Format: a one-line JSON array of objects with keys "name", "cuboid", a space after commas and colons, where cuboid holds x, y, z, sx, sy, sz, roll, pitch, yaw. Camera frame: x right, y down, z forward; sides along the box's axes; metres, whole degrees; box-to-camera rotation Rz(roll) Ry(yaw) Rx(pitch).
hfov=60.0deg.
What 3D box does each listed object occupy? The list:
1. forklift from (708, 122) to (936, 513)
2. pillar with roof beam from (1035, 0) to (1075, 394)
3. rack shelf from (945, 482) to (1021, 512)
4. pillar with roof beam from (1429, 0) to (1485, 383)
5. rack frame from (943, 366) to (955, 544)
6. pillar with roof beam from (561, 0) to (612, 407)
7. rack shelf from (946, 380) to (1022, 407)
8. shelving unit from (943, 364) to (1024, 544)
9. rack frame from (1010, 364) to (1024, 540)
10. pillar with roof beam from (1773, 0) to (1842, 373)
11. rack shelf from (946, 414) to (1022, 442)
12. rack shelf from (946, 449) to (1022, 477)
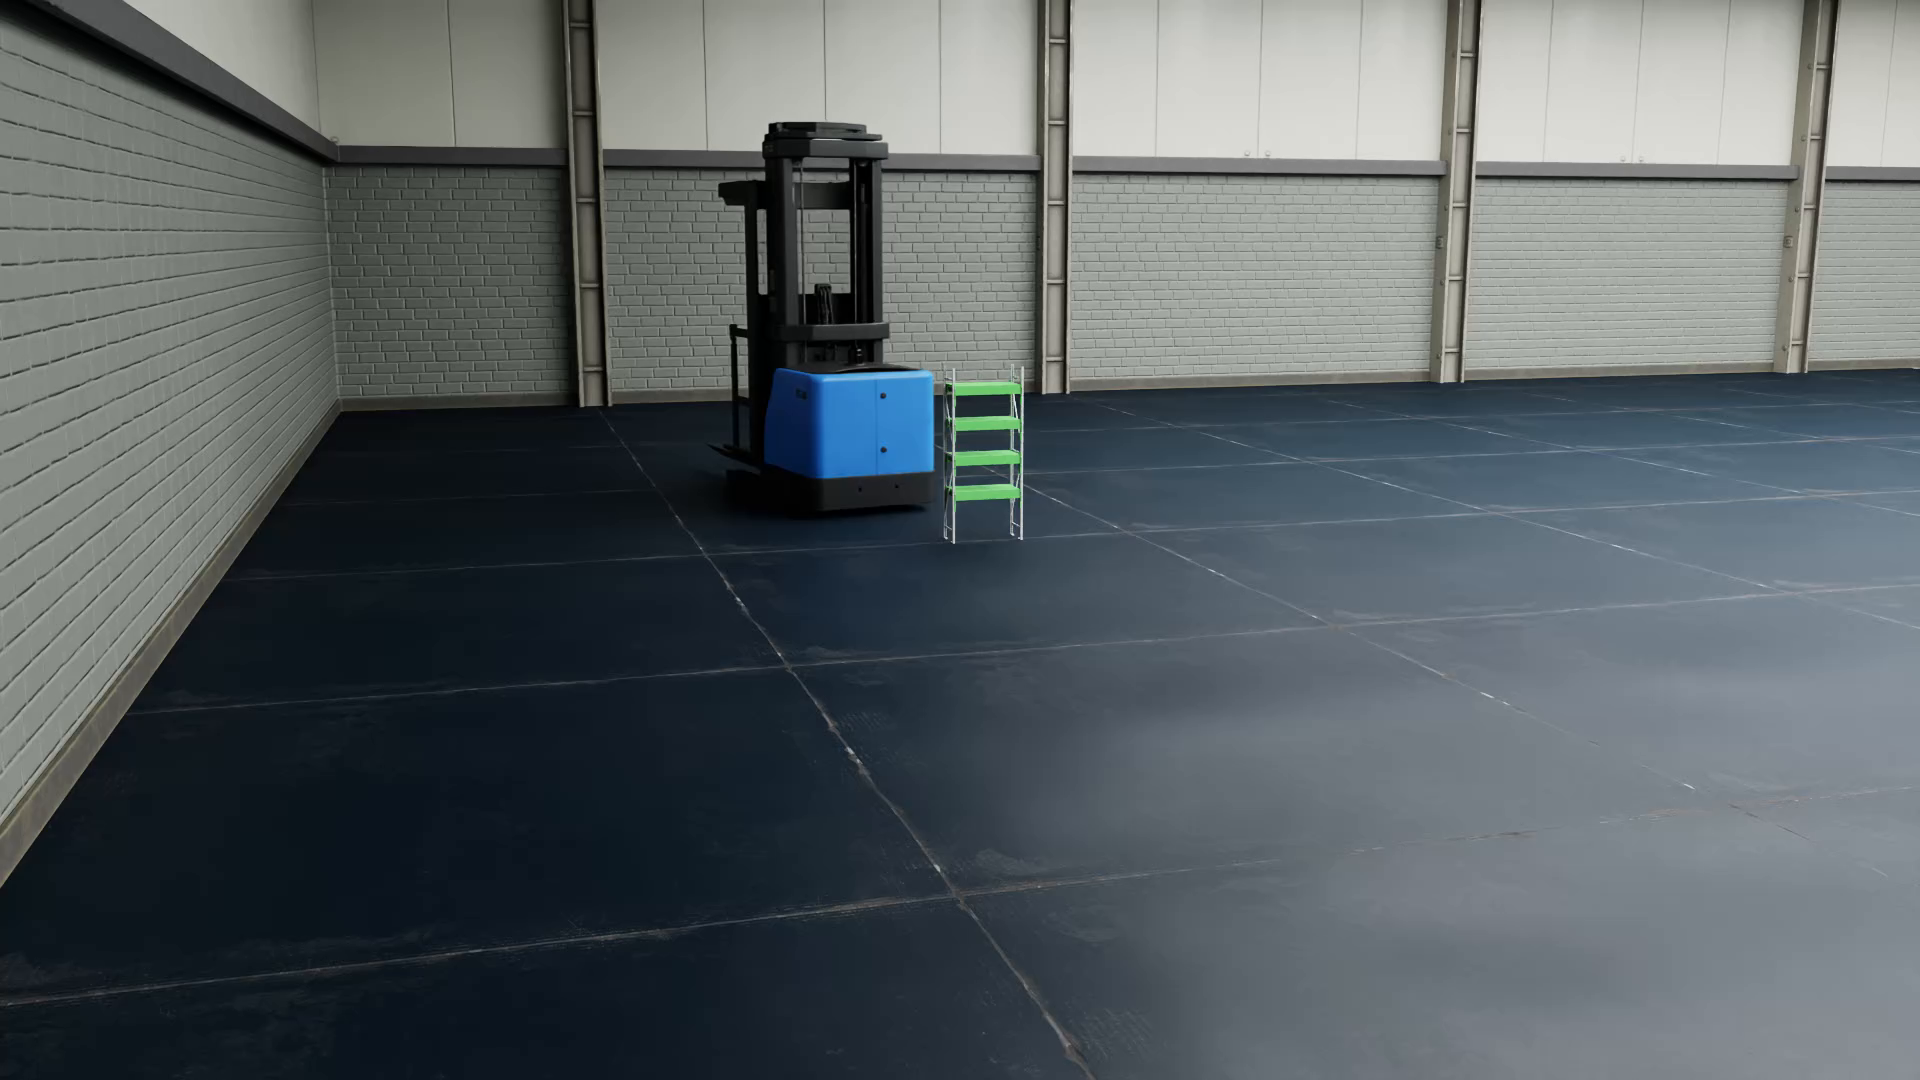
[{"name": "forklift", "cuboid": [-1.295, -1.866, 13.590, 1.130, 2.935, 3.031, -5, 12, -26]}, {"name": "pillar with roof beam", "cuboid": [2.437, -5.652, 17.391, 0.400, 9.000, 9.100, -3, 11, -16]}, {"name": "rack shelf", "cuboid": [0.159, -0.300, 11.538, 0.480, 0.148, 0.258, -3, 11, -16]}, {"name": "pillar with roof beam", "cuboid": [8.198, -5.955, 19.040, 0.400, 9.000, 9.100, -3, 11, -16]}, {"name": "rack frame", "cuboid": [-0.075, -0.586, 11.416, 0.015, 1.200, 0.240, -3, 11, -16]}, {"name": "pillar with roof beam", "cuboid": [-3.324, -5.348, 15.742, 0.400, 9.000, 9.100, -3, 11, -16]}, {"name": "rack shelf", "cuboid": [0.159, -1.008, 11.408, 0.480, 0.148, 0.258, -3, 11, -16]}, {"name": "shelving unit", "cuboid": [0.159, -0.598, 11.483, 0.503, 1.200, 0.258, -3, 11, -16]}, {"name": "rack frame", "cuboid": [0.393, -0.611, 11.550, 0.015, 1.200, 0.240, -3, 11, -16]}, {"name": "pillar with roof beam", "cuboid": [13.959, -6.259, 20.689, 0.400, 9.000, 9.100, -3, 11, -16]}, {"name": "rack shelf", "cuboid": [0.159, -0.772, 11.451, 0.480, 0.148, 0.258, -3, 11, -16]}, {"name": "rack shelf", "cuboid": [0.159, -0.536, 11.495, 0.480, 0.148, 0.258, -3, 11, -16]}]
